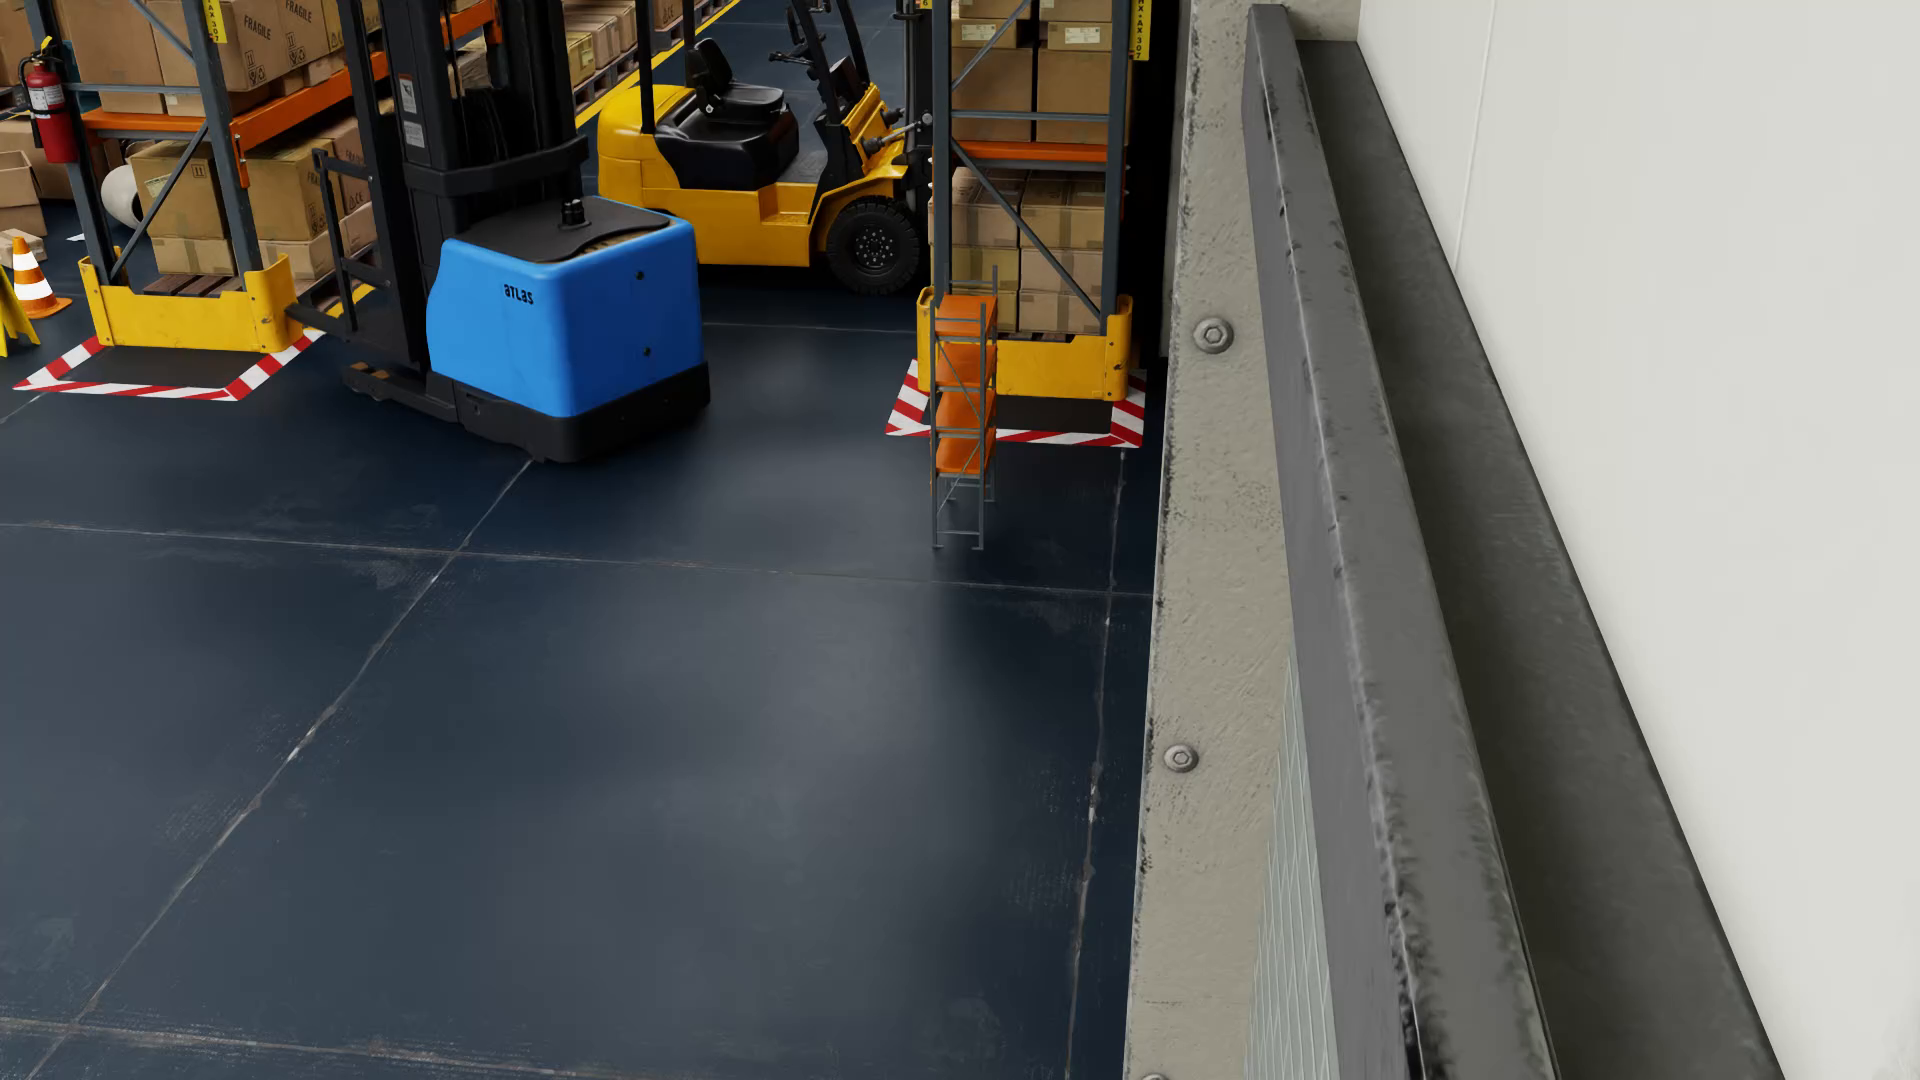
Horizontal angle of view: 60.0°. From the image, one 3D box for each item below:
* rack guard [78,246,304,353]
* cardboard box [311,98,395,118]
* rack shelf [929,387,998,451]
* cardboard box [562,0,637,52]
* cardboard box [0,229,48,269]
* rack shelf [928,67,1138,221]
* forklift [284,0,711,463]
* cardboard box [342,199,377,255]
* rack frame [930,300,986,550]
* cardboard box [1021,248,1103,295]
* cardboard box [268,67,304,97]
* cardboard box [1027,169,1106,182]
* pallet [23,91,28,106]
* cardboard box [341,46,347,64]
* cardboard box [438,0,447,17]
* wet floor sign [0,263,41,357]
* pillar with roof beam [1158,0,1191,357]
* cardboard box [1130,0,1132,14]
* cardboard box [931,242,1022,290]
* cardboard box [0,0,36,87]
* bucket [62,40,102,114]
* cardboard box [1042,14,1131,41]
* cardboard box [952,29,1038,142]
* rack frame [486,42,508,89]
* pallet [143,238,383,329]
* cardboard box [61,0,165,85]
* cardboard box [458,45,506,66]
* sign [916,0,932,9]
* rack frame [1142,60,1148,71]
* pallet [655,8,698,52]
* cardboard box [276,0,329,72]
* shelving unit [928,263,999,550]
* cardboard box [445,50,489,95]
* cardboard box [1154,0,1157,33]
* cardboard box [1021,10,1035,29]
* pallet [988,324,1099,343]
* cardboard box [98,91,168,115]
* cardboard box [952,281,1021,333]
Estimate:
[{"bbox_3d":[-4.557,-1.431,9.878,1.175,0.500,0.348,3,28,6],"label":"rack guard"},{"bbox_3d":[-4.061,-2.657,11.184,0.500,0.500,0.500,4,29,7],"label":"cardboard box"},{"bbox_3d":[0.020,-0.547,7.642,0.258,0.148,0.480,3,28,6],"label":"rack shelf"},{"bbox_3d":[-3.665,-5.024,16.240,0.950,0.372,0.625,1,28,3],"label":"cardboard box"},{"bbox_3d":[-6.410,-1.974,11.258,0.380,0.149,0.250,20,34,32],"label":"cardboard box"},{"bbox_3d":[0.606,-2.833,10.605,1.077,0.370,4.000,3,28,6],"label":"rack shelf"},{"bbox_3d":[-2.819,-2.231,8.800,3.031,2.935,1.130,20,34,33],"label":"forklift"},{"bbox_3d":[-4.123,-2.073,10.892,0.500,0.250,0.500,4,29,8],"label":"cardboard box"},{"bbox_3d":[-0.010,-0.491,7.397,0.240,1.200,0.015,3,28,6],"label":"rack frame"},{"bbox_3d":[0.624,-1.612,9.509,0.500,0.250,0.500,4,29,7],"label":"cardboard box"},{"bbox_3d":[-4.189,-2.772,9.998,0.380,0.149,0.250,2,28,5],"label":"cardboard box"},{"bbox_3d":[0.665,-2.074,9.839,0.500,0.250,0.500,3,28,6],"label":"cardboard box"},{"bbox_3d":[-8.834,-4.334,15.572,1.003,0.211,1.213,3,28,6],"label":"pallet"},{"bbox_3d":[-4.141,-3.141,10.682,0.380,0.149,0.250,4,29,8],"label":"cardboard box"},{"bbox_3d":[-3.946,-3.862,12.022,0.380,0.149,0.250,3,29,6],"label":"cardboard box"},{"bbox_3d":[-5.651,-1.431,9.727,0.267,0.644,0.232,14,31,24],"label":"wet floor sign"},{"bbox_3d":[-2.932,-5.375,8.239,9.100,9.000,0.400,3,28,6],"label":"pillar with roof beam"},{"bbox_3d":[0.858,-3.157,9.658,0.380,0.149,0.250,4,29,7],"label":"cardboard box"},{"bbox_3d":[0.110,-1.650,9.580,0.500,0.250,0.500,3,28,6],"label":"cardboard box"},{"bbox_3d":[-8.892,-4.564,14.988,1.050,0.750,0.750,3,28,6],"label":"cardboard box"},{"bbox_3d":[-6.730,-3.648,13.208,0.726,0.611,0.620,14,21,24],"label":"bucket"},{"bbox_3d":[0.739,-2.716,9.524,0.500,0.500,0.500,4,29,8],"label":"cardboard box"},{"bbox_3d":[0.160,-2.499,9.121,0.500,0.500,0.500,3,28,5],"label":"cardboard box"},{"bbox_3d":[-4.076,-4.378,12.714,1.000,3.000,0.127,3,28,6],"label":"rack frame"},{"bbox_3d":[-4.422,-1.684,10.653,1.003,0.211,1.213,3,28,6],"label":"pallet"},{"bbox_3d":[-4.773,-2.942,9.629,0.500,0.500,0.500,3,28,5],"label":"cardboard box"},{"bbox_3d":[-3.929,-3.992,14.325,0.950,0.372,0.625,5,29,9],"label":"cardboard box"},{"bbox_3d":[-0.176,-2.861,8.427,0.100,0.325,0.005,3,28,6],"label":"sign"},{"bbox_3d":[1.341,-5.974,15.677,1.000,3.000,0.127,3,28,6],"label":"rack frame"},{"bbox_3d":[-3.414,-5.400,17.551,1.003,0.211,1.213,3,28,6],"label":"pallet"},{"bbox_3d":[-4.172,-3.121,9.962,0.500,0.500,0.500,4,29,8],"label":"cardboard box"},{"bbox_3d":[0.020,-0.606,7.610,0.258,1.200,0.503,3,28,6],"label":"shelving unit"},{"bbox_3d":[-3.882,-3.389,12.543,0.500,0.500,0.500,3,28,5],"label":"cardboard box"},{"bbox_3d":[1.750,-5.471,16.935,0.500,0.500,0.500,3,29,6],"label":"cardboard box"},{"bbox_3d":[0.220,-2.958,9.289,0.380,0.149,0.250,4,29,7],"label":"cardboard box"},{"bbox_3d":[0.413,-1.343,10.021,1.003,0.211,1.213,3,28,6],"label":"pallet"},{"bbox_3d":[-4.732,-2.573,9.628,0.380,0.149,0.250,4,29,8],"label":"cardboard box"},{"bbox_3d":[0.105,-1.422,9.684,0.500,0.250,0.500,4,29,7],"label":"cardboard box"}]
